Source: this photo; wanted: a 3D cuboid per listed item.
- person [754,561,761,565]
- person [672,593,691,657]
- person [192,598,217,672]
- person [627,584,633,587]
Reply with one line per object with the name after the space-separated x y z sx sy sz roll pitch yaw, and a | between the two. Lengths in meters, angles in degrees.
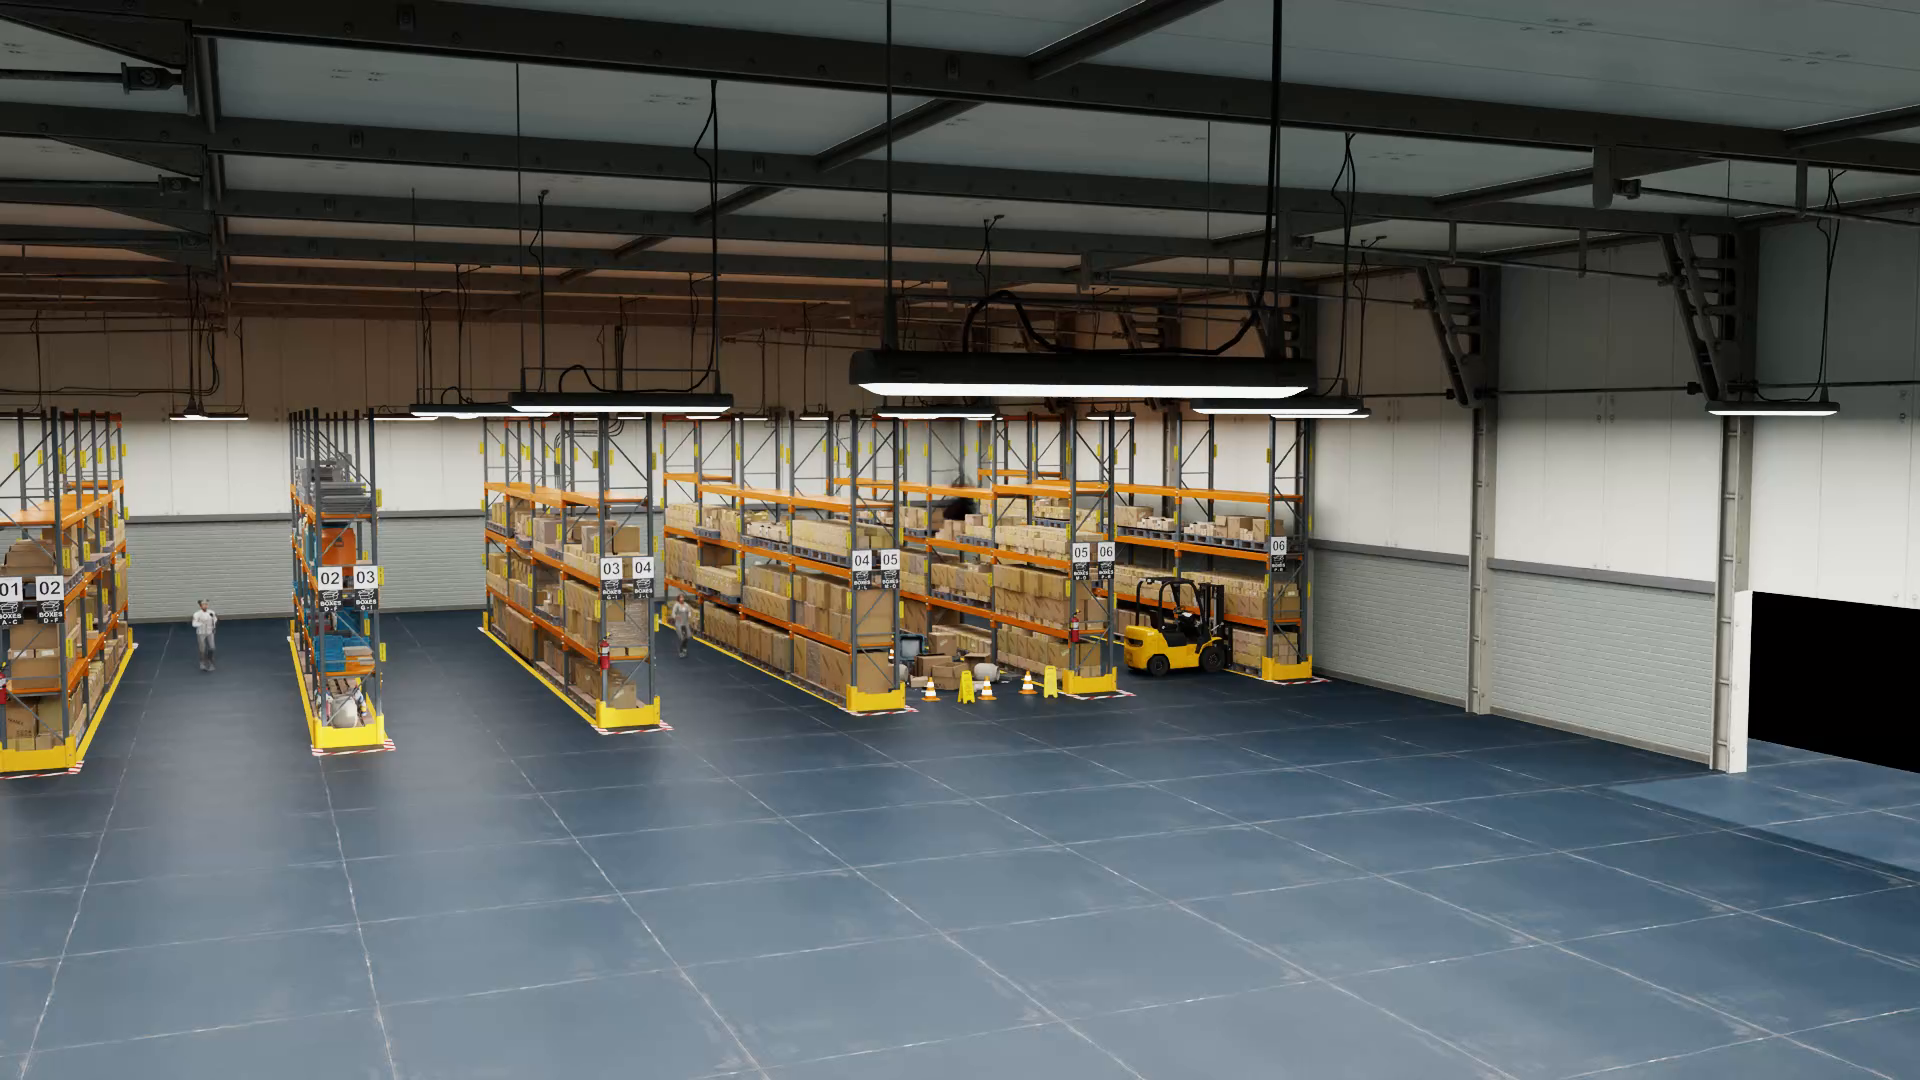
-5.763 1.515 47.346 0.662 1.845 0.790 -2 4 -26 | person
-6.766 2.087 40.639 0.524 1.558 0.537 -2 5 -27 | person
-17.403 2.200 38.365 0.561 1.726 0.753 -3 5 -34 | person
-9.165 1.606 46.226 0.673 1.759 0.680 -1 4 -14 | person
